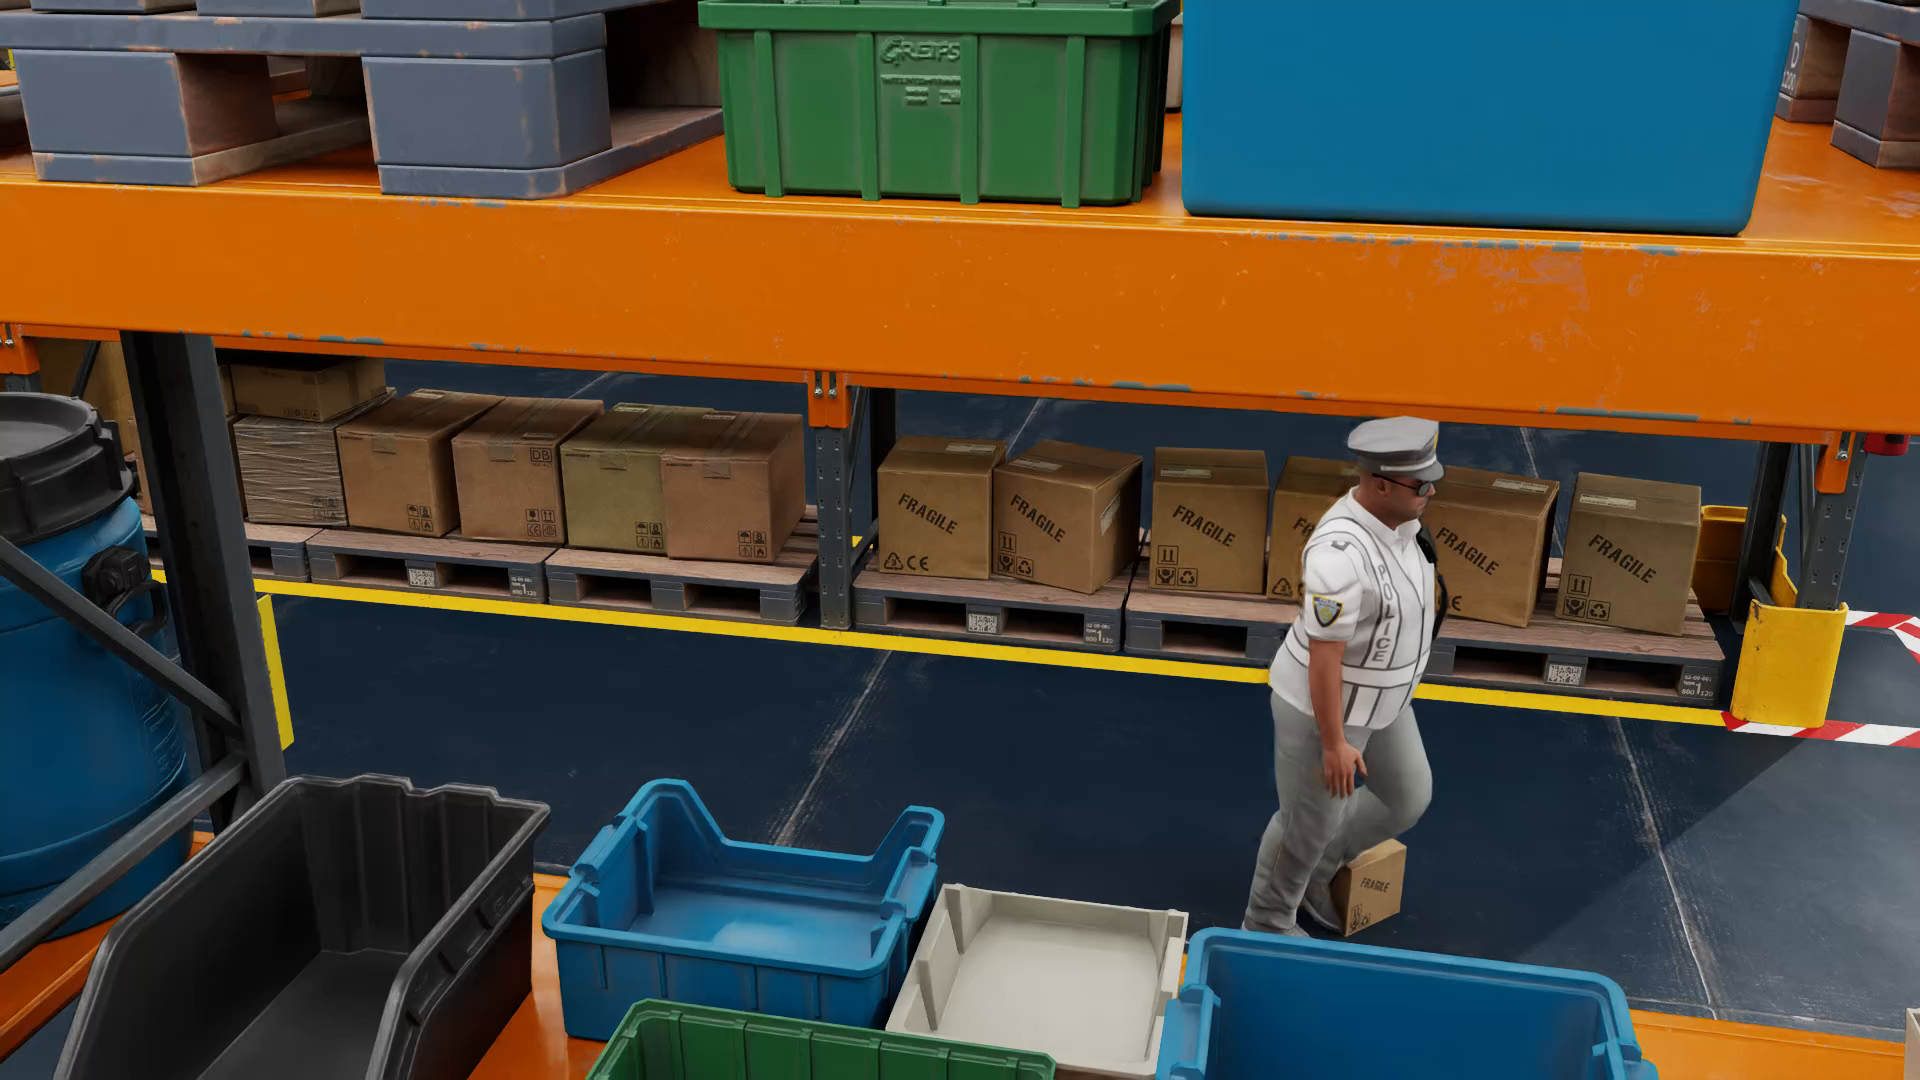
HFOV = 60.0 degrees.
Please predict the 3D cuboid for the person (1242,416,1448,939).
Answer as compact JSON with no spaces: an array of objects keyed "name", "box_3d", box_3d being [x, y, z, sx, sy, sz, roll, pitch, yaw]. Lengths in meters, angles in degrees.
[{"name":"person","box_3d":[1.112,0.474,4.845,0.463,1.757,0.559,17,27,37]}]
